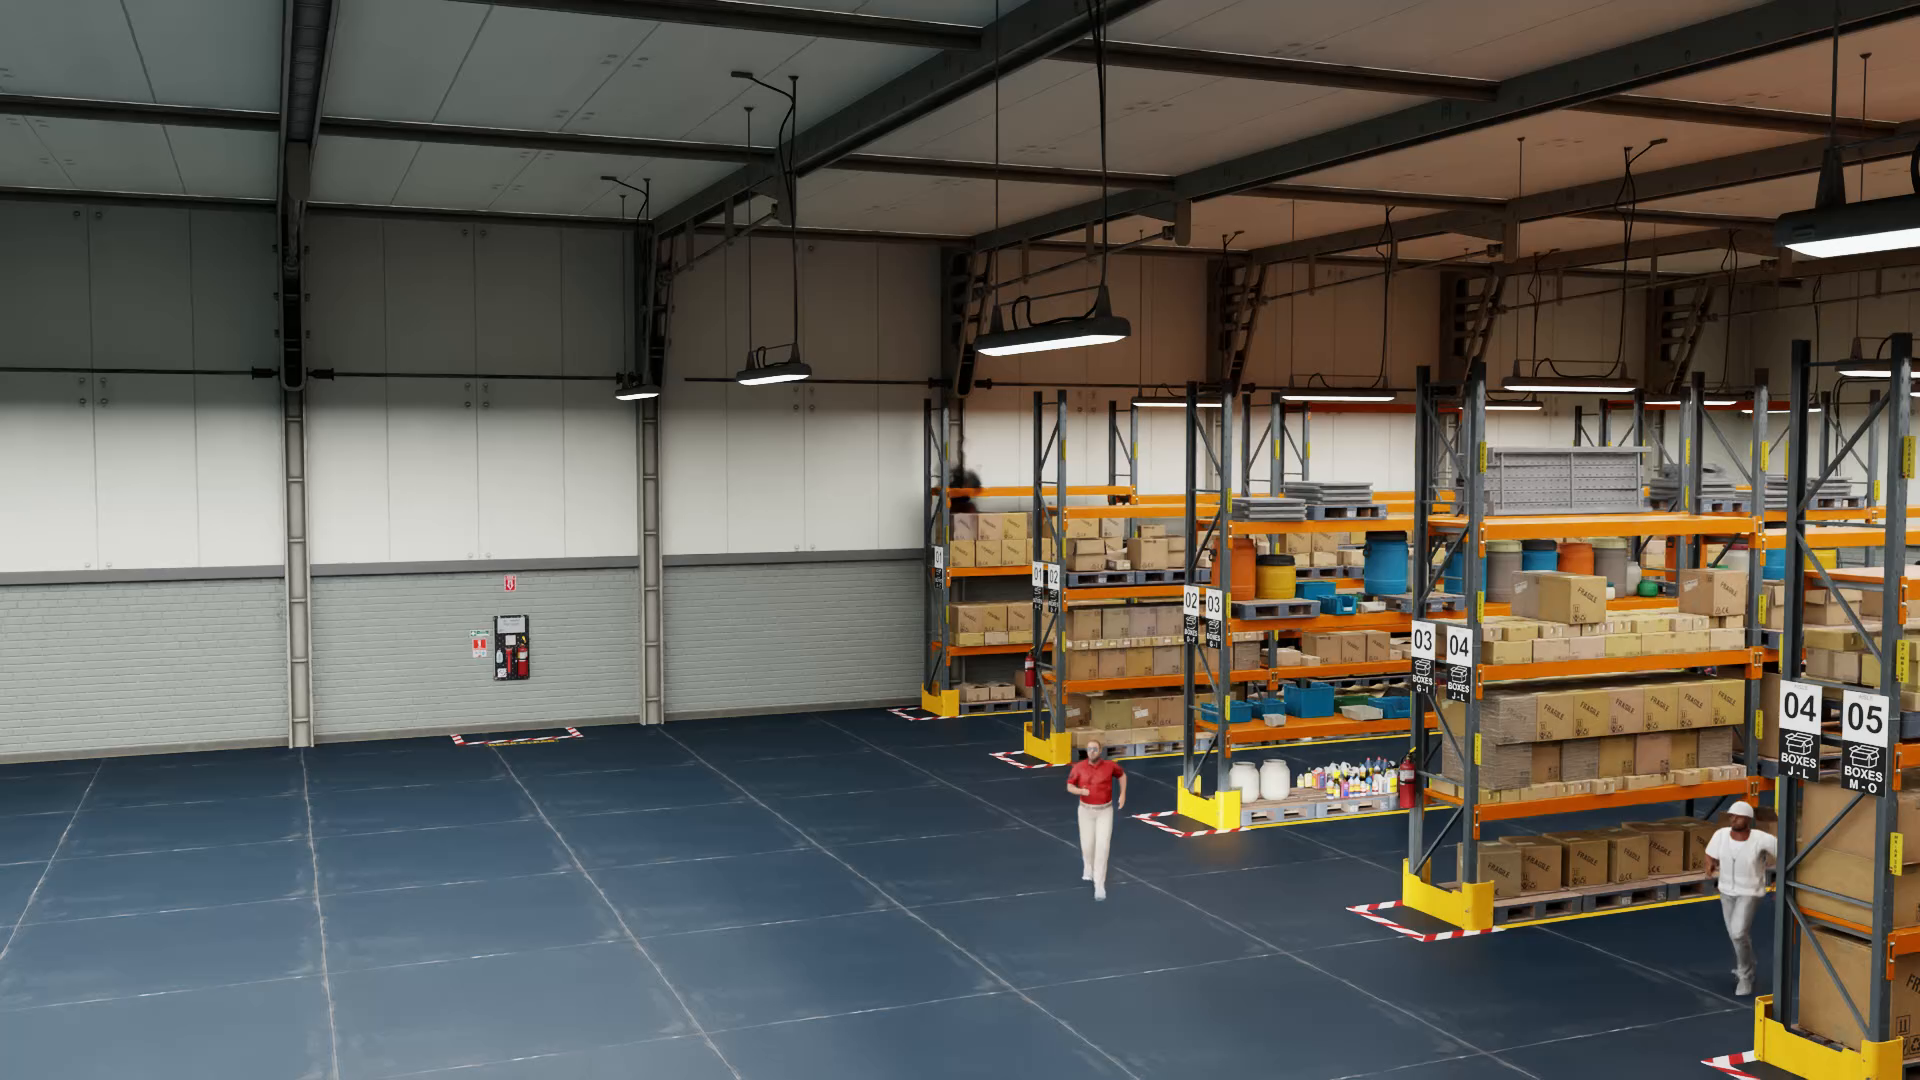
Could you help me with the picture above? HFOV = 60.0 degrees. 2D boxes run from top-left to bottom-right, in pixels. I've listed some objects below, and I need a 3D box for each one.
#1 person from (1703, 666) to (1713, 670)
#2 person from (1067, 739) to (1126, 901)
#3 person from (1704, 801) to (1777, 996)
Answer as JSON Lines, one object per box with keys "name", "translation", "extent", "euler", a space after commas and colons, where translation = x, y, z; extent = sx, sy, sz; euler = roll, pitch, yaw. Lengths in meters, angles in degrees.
{"name": "person", "translation": [13.760, 2.587, 30.174], "extent": [0.793, 1.641, 0.574], "euler": [-2, 4, -34]}
{"name": "person", "translation": [1.561, 3.175, 19.171], "extent": [0.669, 1.736, 0.977], "euler": [1, 3, 11]}
{"name": "person", "translation": [7.373, 3.377, 15.690], "extent": [0.744, 1.840, 0.726], "euler": [-2, 4, -35]}
